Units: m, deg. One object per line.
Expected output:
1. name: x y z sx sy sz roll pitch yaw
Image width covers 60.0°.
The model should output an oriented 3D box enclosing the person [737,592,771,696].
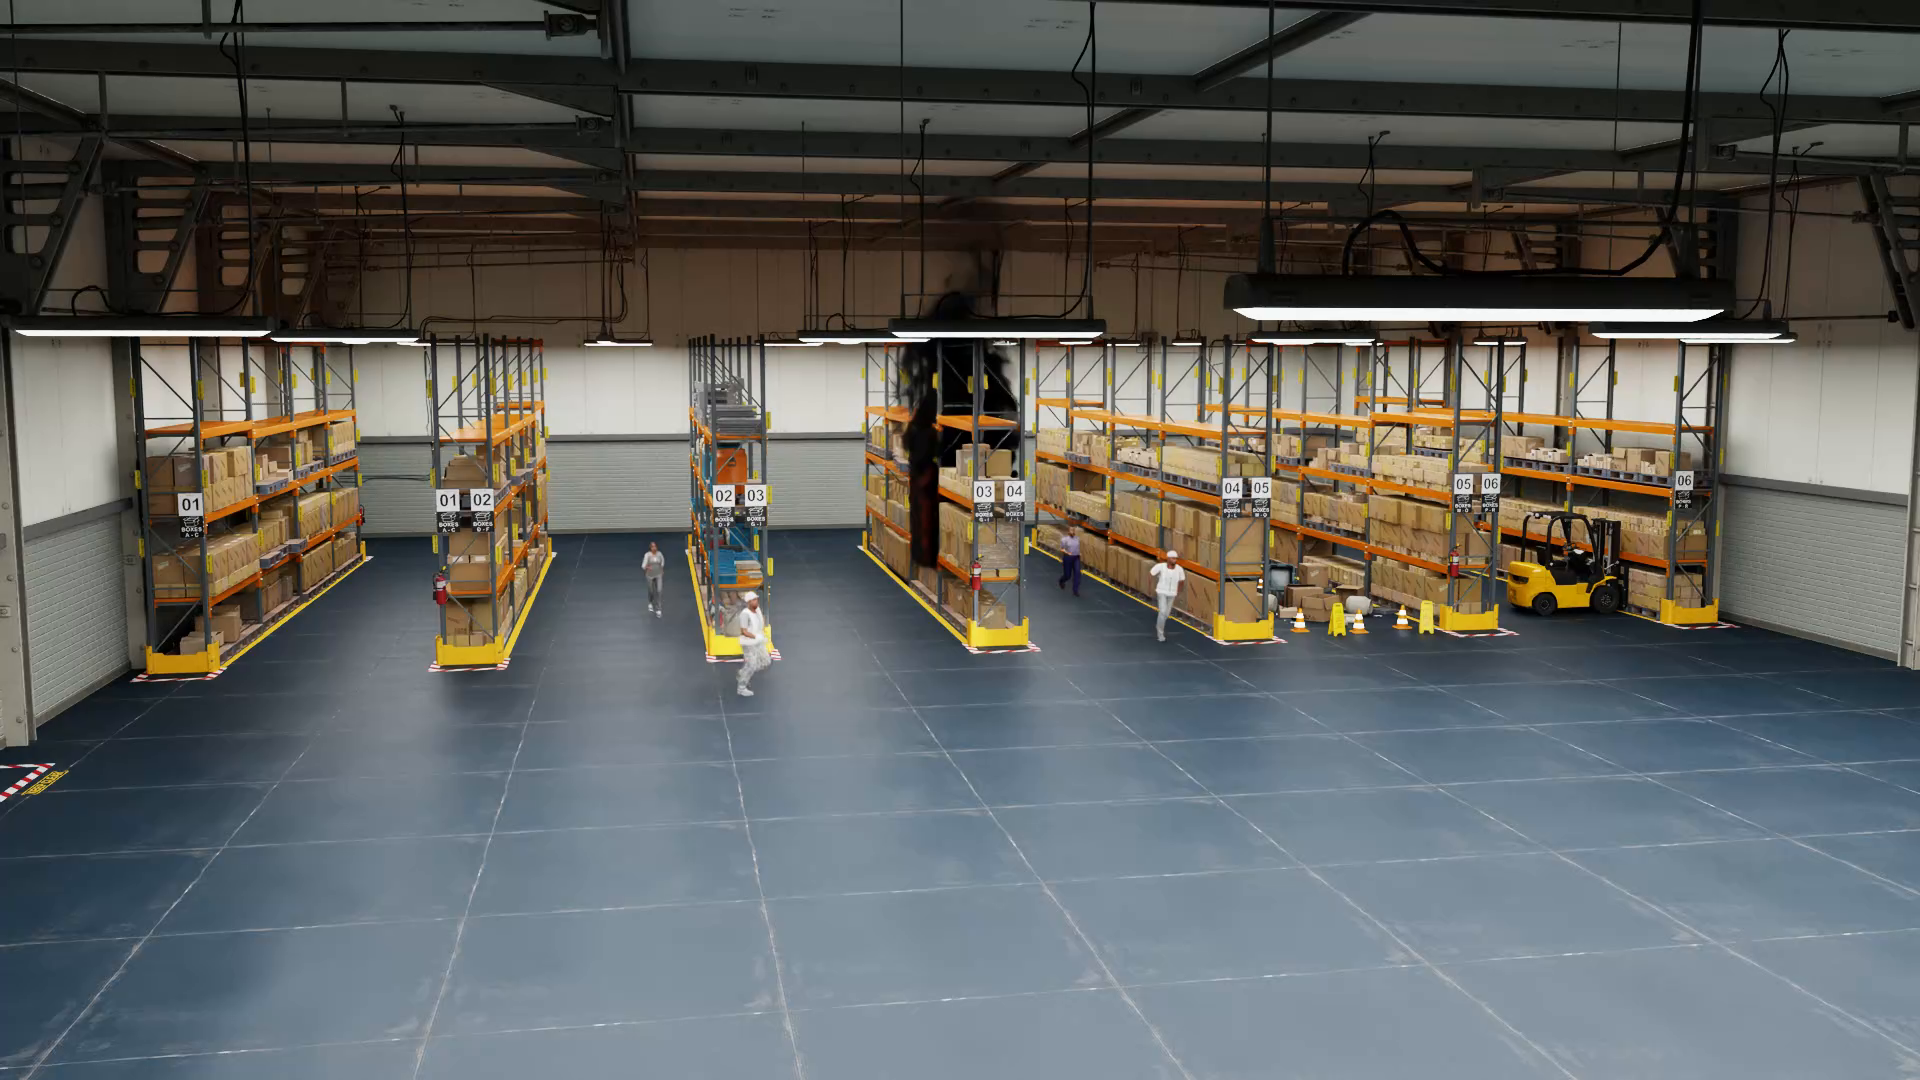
1. person: -3.395 1.711 27.543 0.638 1.733 0.706 3 7 21

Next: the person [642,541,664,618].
1. person: -6.602 0.820 35.835 0.508 1.617 0.833 -2 7 -18

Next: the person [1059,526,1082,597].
1. person: 2.587 0.479 38.731 0.607 1.639 0.849 -3 7 -22

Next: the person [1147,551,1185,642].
1. person: 4.083 1.075 32.946 0.747 1.749 0.889 -2 7 -14
